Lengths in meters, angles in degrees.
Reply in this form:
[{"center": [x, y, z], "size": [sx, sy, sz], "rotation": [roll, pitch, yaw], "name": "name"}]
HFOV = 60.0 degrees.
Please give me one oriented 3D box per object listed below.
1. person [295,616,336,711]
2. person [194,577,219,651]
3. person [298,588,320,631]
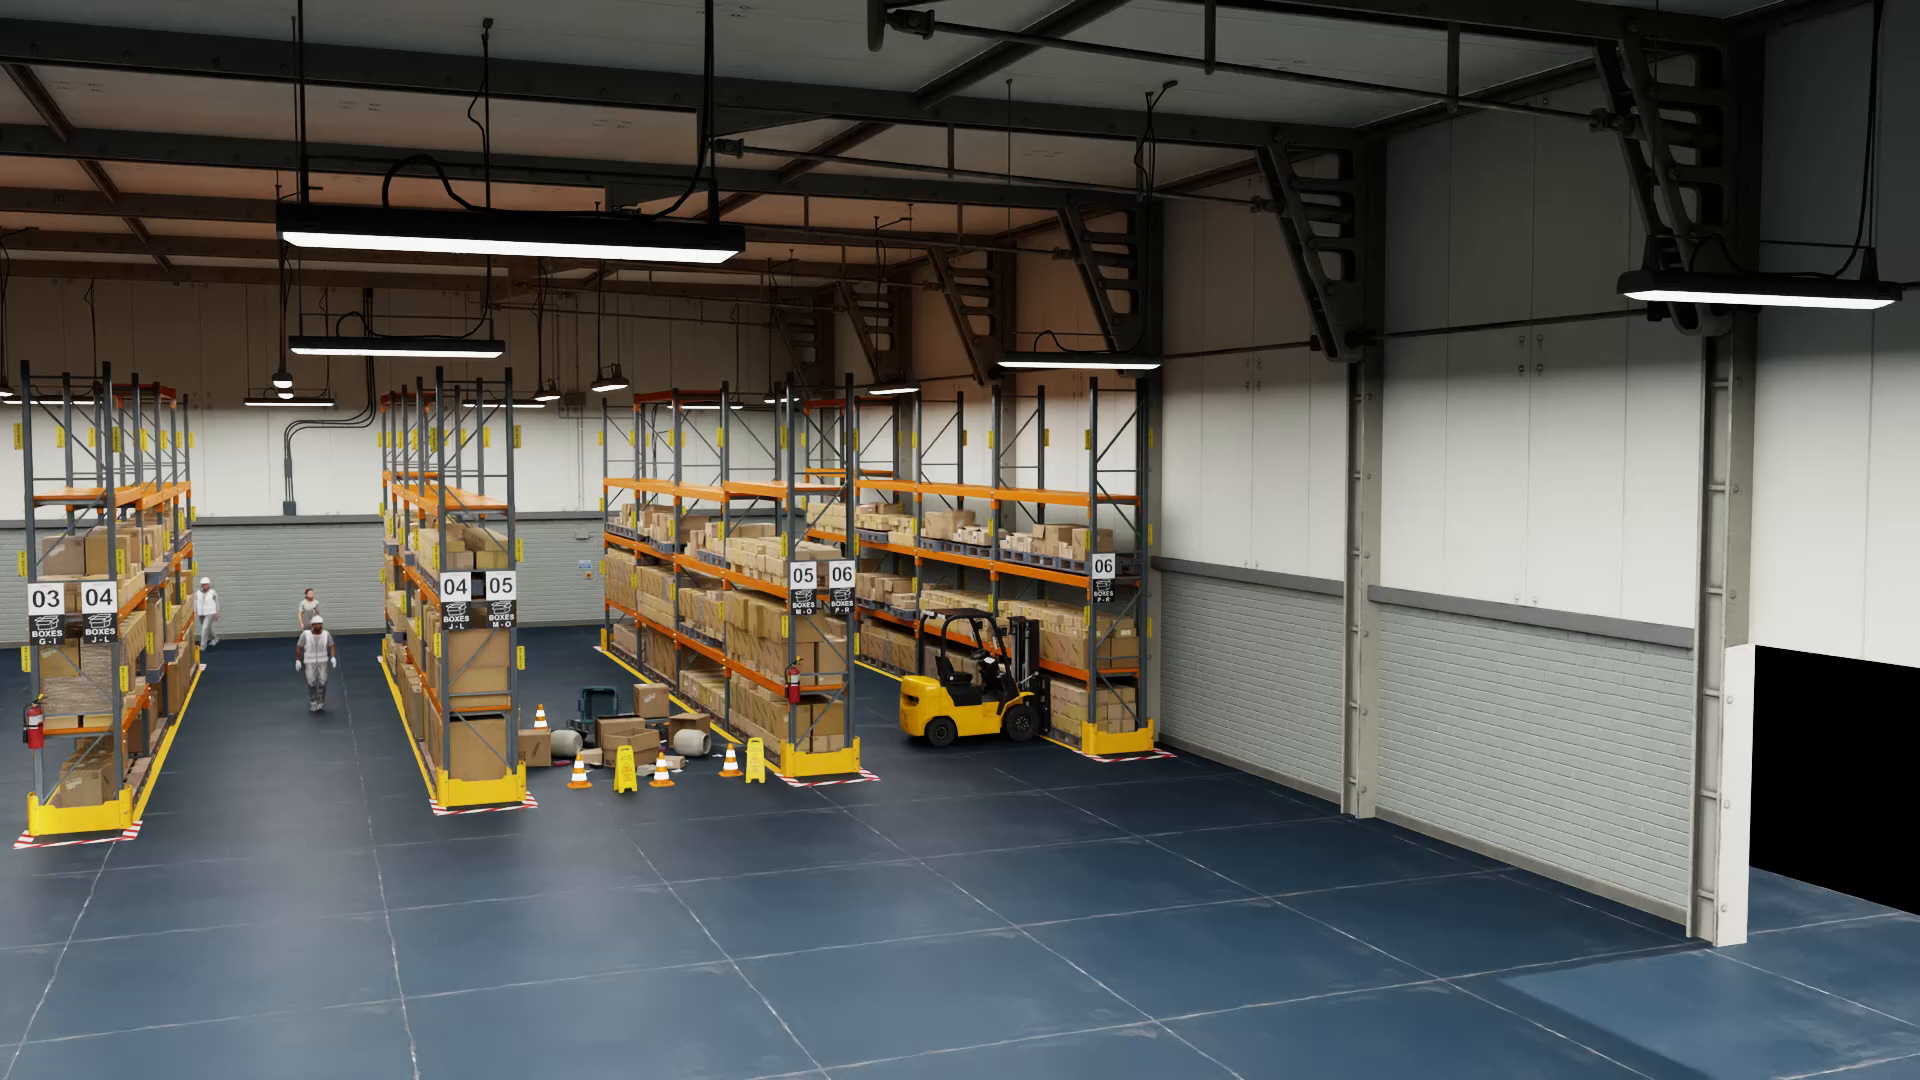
[{"center": [-11.924, 2.303, 30.785], "size": [0.685, 1.798, 0.469], "rotation": [-2, 4, -28], "name": "person"}, {"center": [-17.955, 1.748, 39.606], "size": [0.503, 1.723, 1.090], "rotation": [1, 3, 10], "name": "person"}, {"center": [-14.775, 1.903, 37.753], "size": [0.440, 1.603, 1.060], "rotation": [-1, 4, -19], "name": "person"}]
